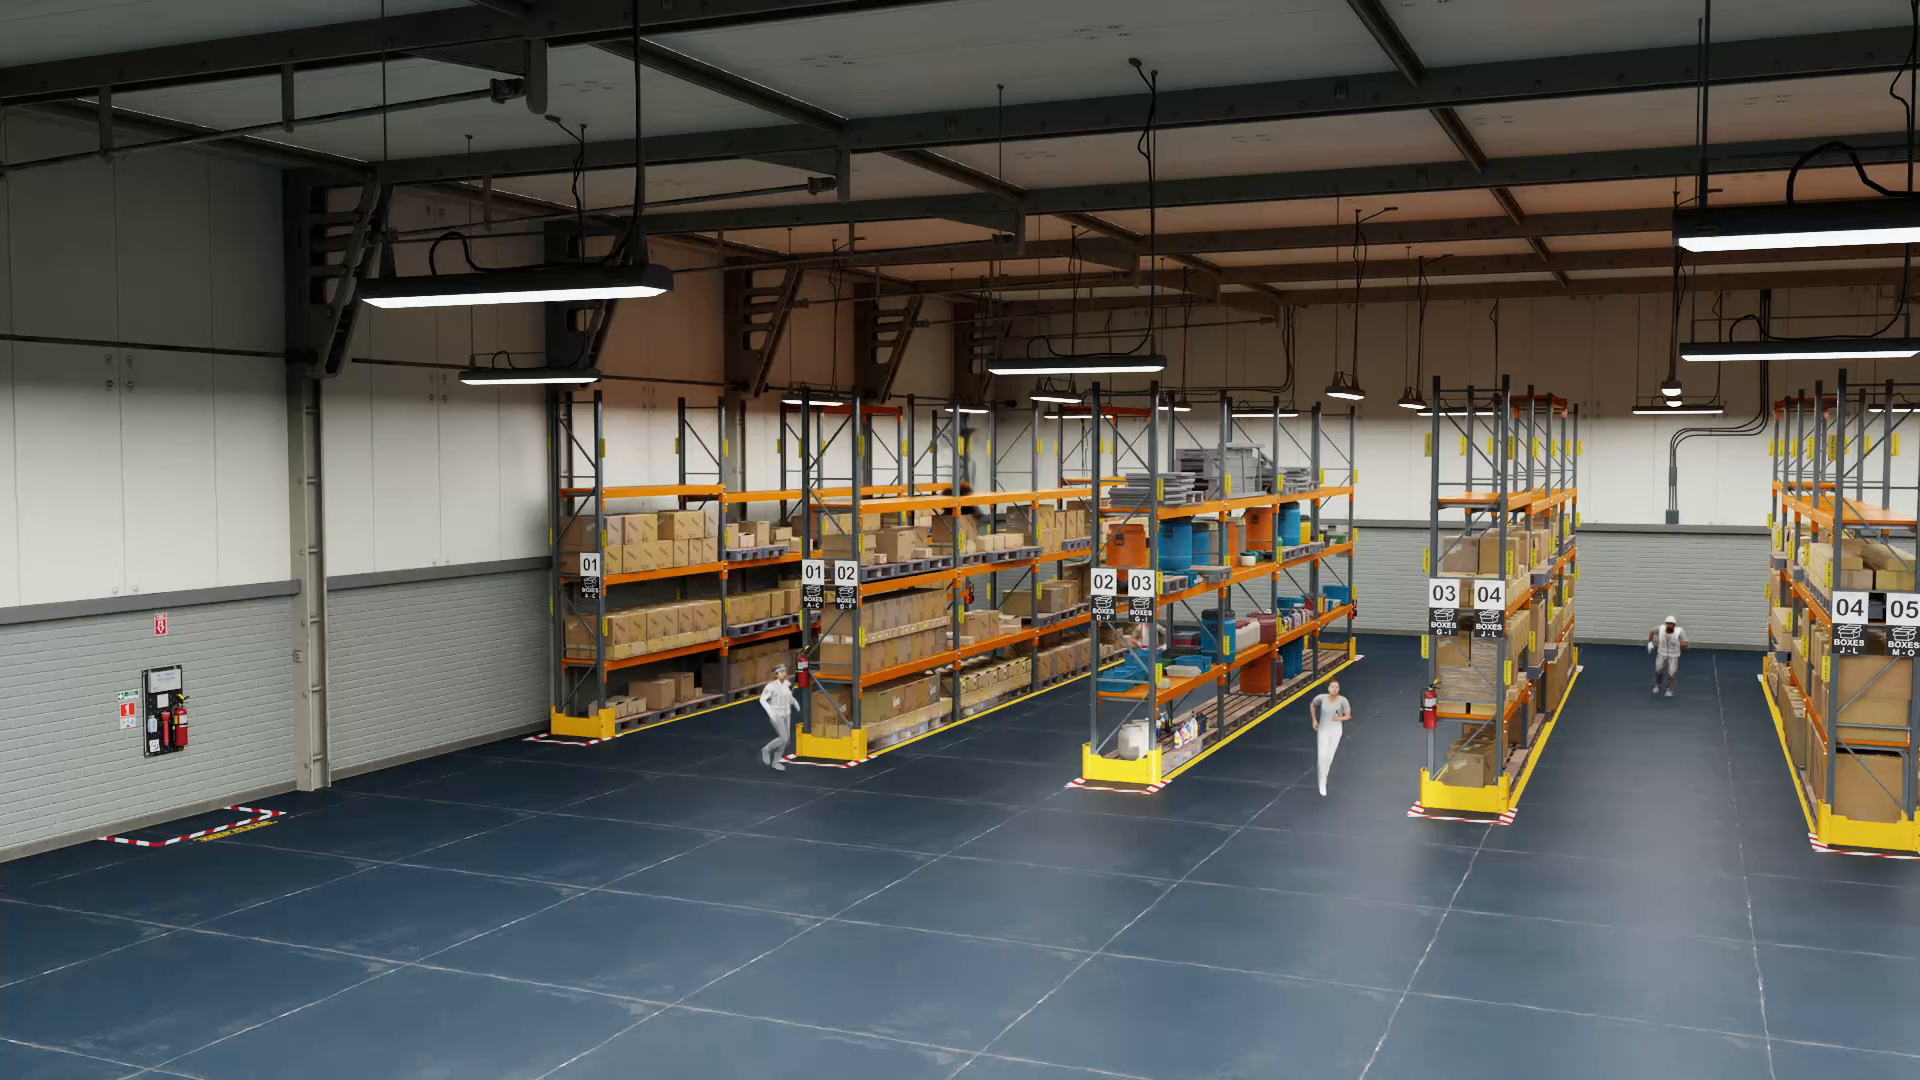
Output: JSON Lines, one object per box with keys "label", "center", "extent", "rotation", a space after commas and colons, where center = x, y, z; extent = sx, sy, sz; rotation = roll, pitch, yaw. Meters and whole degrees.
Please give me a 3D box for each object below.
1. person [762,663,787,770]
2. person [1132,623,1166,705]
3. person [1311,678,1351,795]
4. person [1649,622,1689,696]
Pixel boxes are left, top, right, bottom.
{"label": "person", "center": [-2.865, 2.743, 25.946], "extent": [0.396, 1.668, 0.350], "rotation": [3, 4, 41]}
{"label": "person", "center": [3.734, 2.296, 32.833], "extent": [0.665, 1.839, 0.842], "rotation": [1, 3, 16]}
{"label": "person", "center": [5.410, 2.860, 24.290], "extent": [0.562, 1.729, 0.760], "rotation": [0, 3, 7]}
{"label": "person", "center": [14.276, 2.365, 33.543], "extent": [0.770, 1.651, 0.722], "rotation": [2, 4, 26]}
